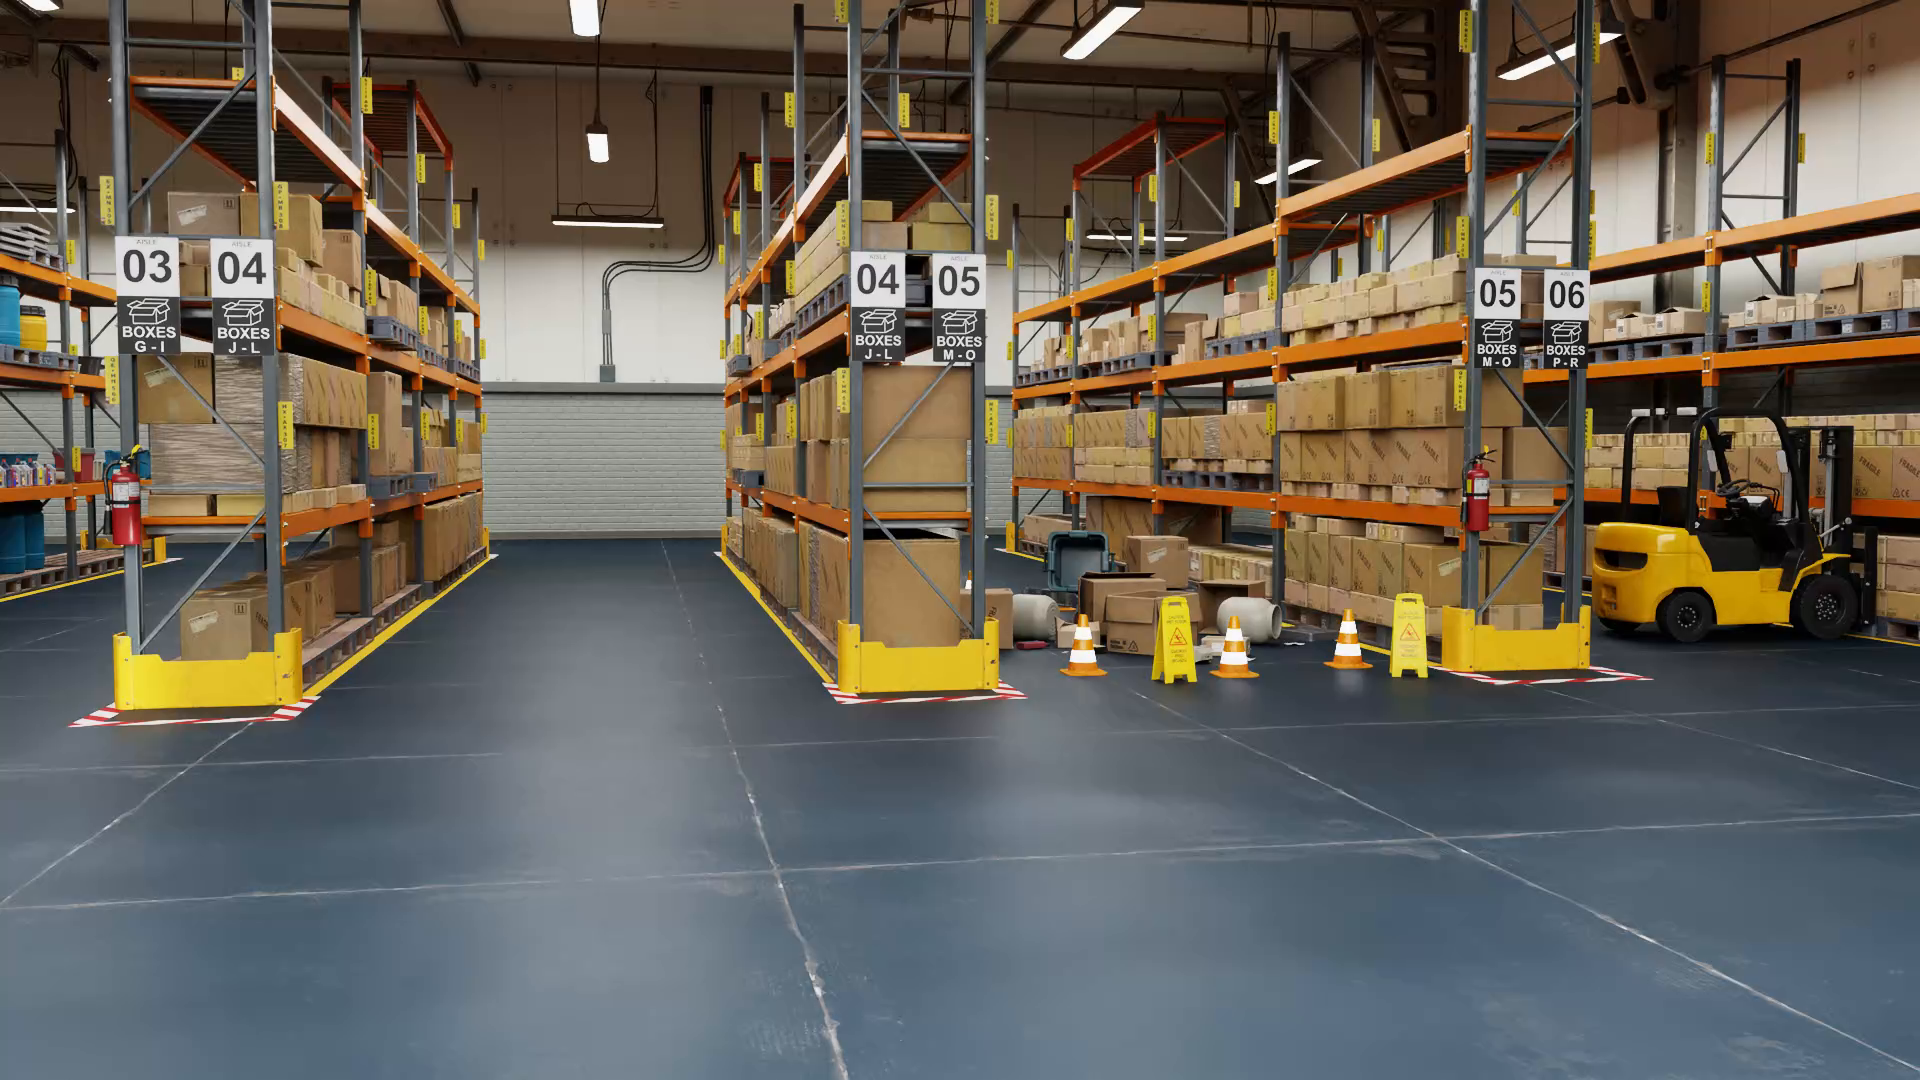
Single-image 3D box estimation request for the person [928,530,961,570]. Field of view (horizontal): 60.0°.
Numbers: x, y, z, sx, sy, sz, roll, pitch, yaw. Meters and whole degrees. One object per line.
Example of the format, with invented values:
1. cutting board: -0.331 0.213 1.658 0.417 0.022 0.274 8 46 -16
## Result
1. person: -0.247 0.307 19.396 0.481 0.824 0.800 -1 3 -12
